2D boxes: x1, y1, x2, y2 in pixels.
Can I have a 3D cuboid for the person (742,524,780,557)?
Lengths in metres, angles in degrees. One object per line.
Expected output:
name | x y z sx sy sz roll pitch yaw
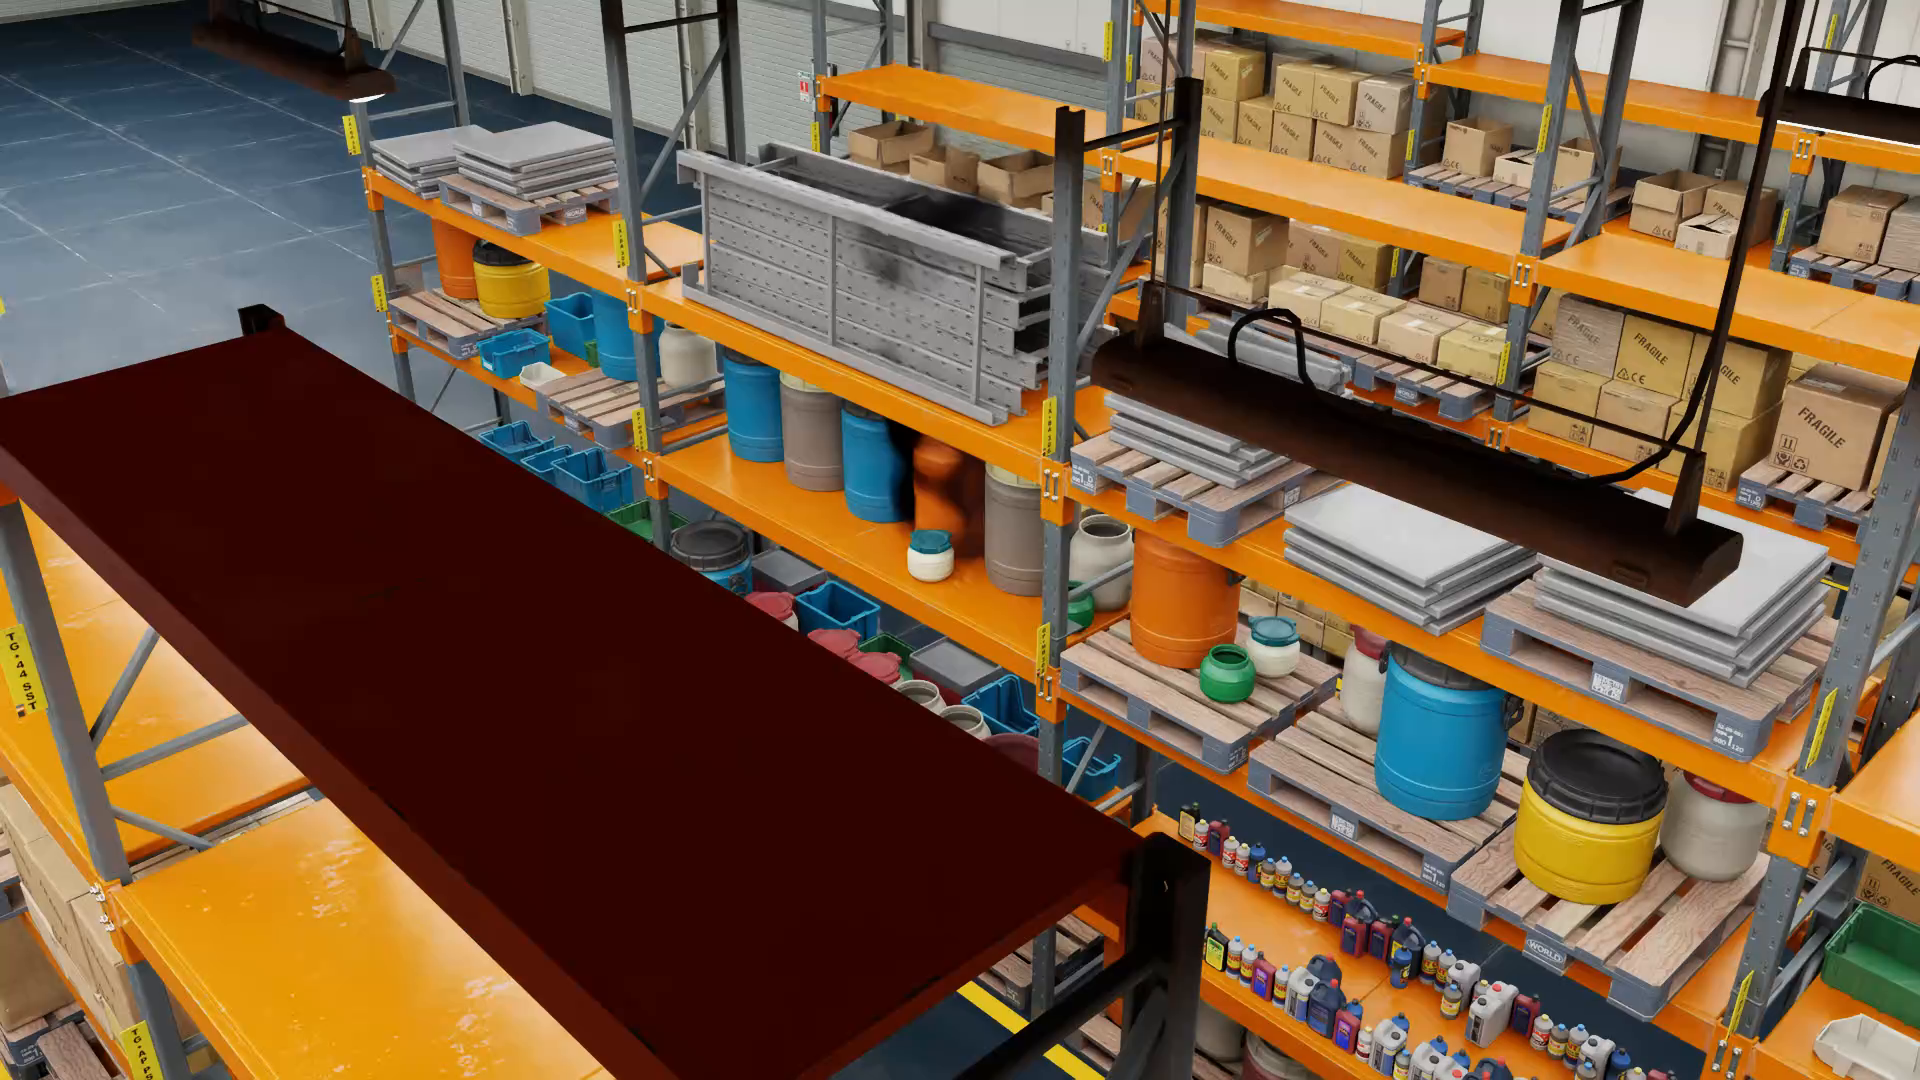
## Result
person | -1.655 -0.064 15.133 0.638 1.727 0.650 22 35 34
